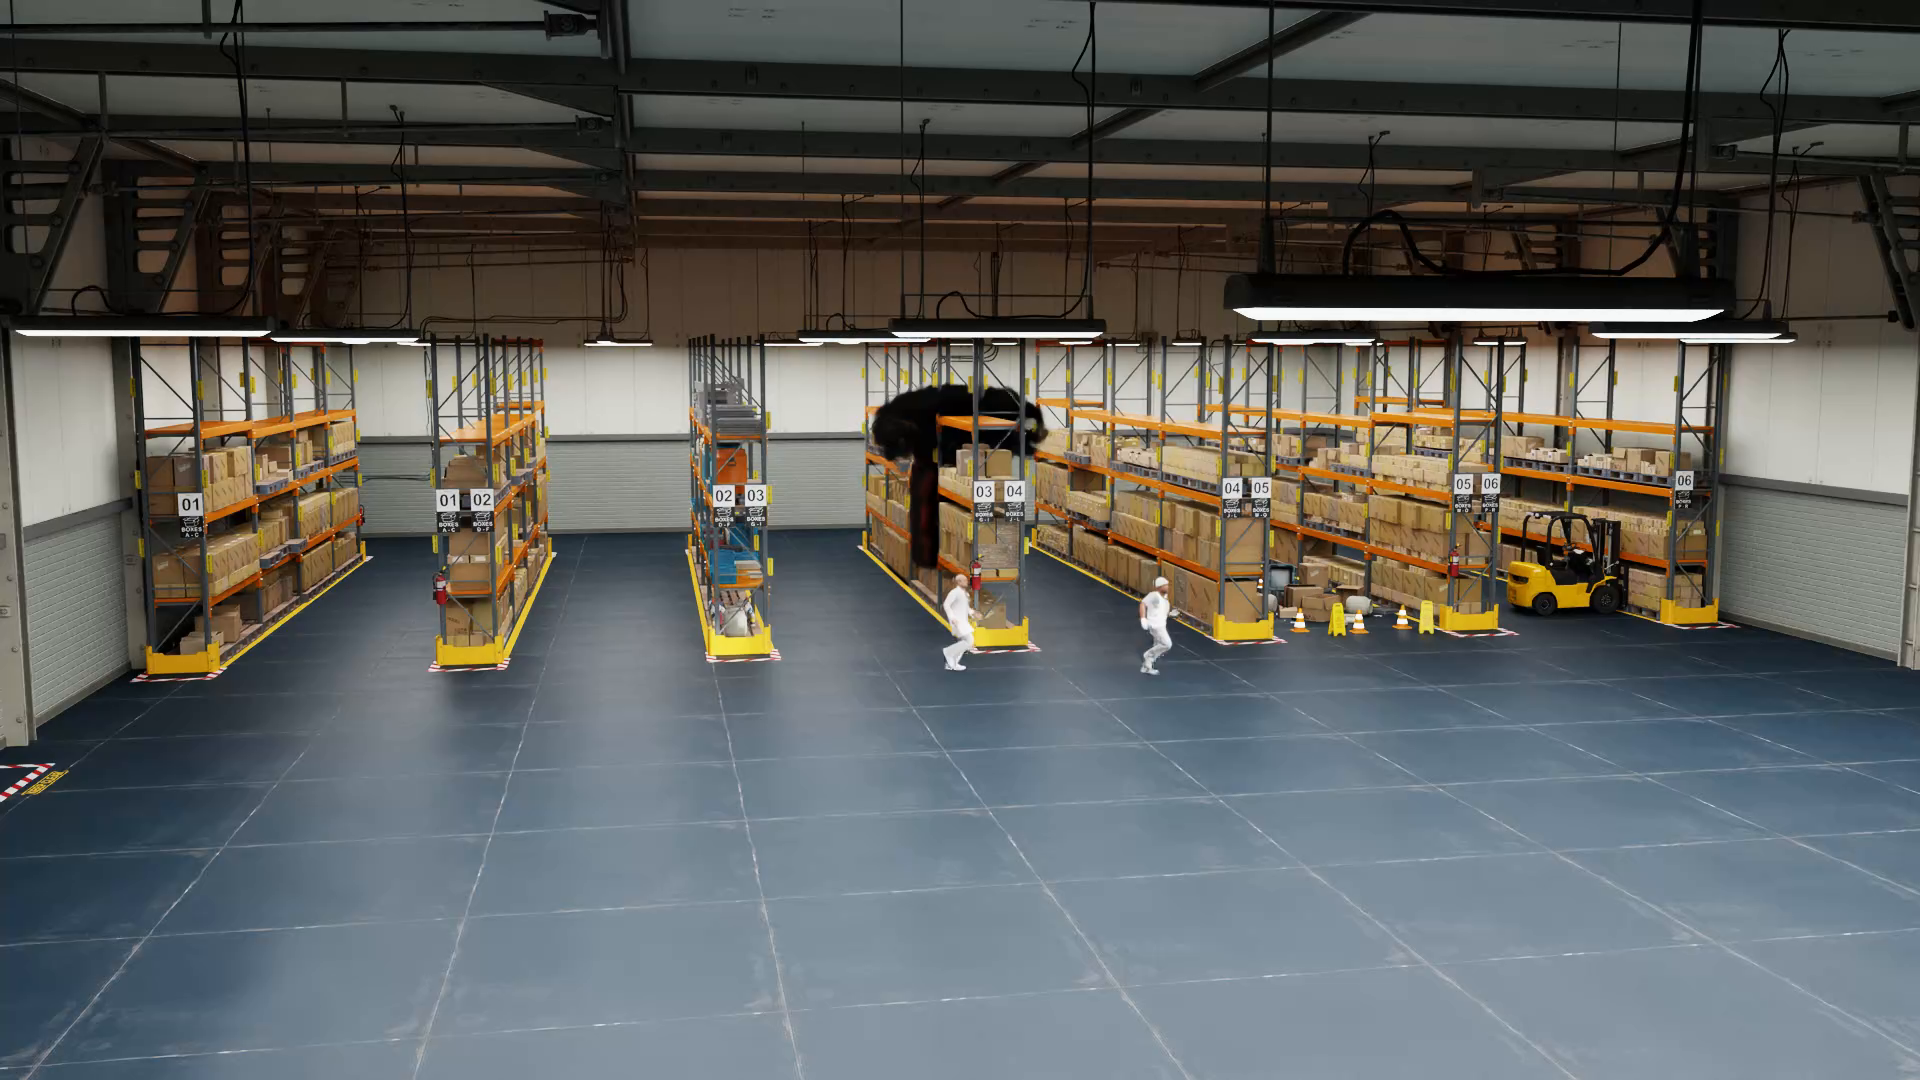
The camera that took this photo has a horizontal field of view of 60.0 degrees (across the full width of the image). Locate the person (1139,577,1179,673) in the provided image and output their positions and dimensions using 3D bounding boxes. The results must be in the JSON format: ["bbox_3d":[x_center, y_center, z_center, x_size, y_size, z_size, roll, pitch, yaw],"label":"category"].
[{"bbox_3d":[3.510,1.510,29.226,0.659,1.709,0.677,3,7,26],"label":"person"}]

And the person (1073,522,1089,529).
[{"bbox_3d":[3.599,-0.791,49.500,0.800,1.770,0.720,3,7,23],"label":"person"}]

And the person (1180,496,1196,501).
[{"bbox_3d":[7.177,-1.079,51.826,0.680,1.741,0.658,-4,8,-29],"label":"person"}]

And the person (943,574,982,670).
[{"bbox_3d":[0.043,1.471,29.651,0.665,1.729,0.697,2,7,16],"label":"person"}]
